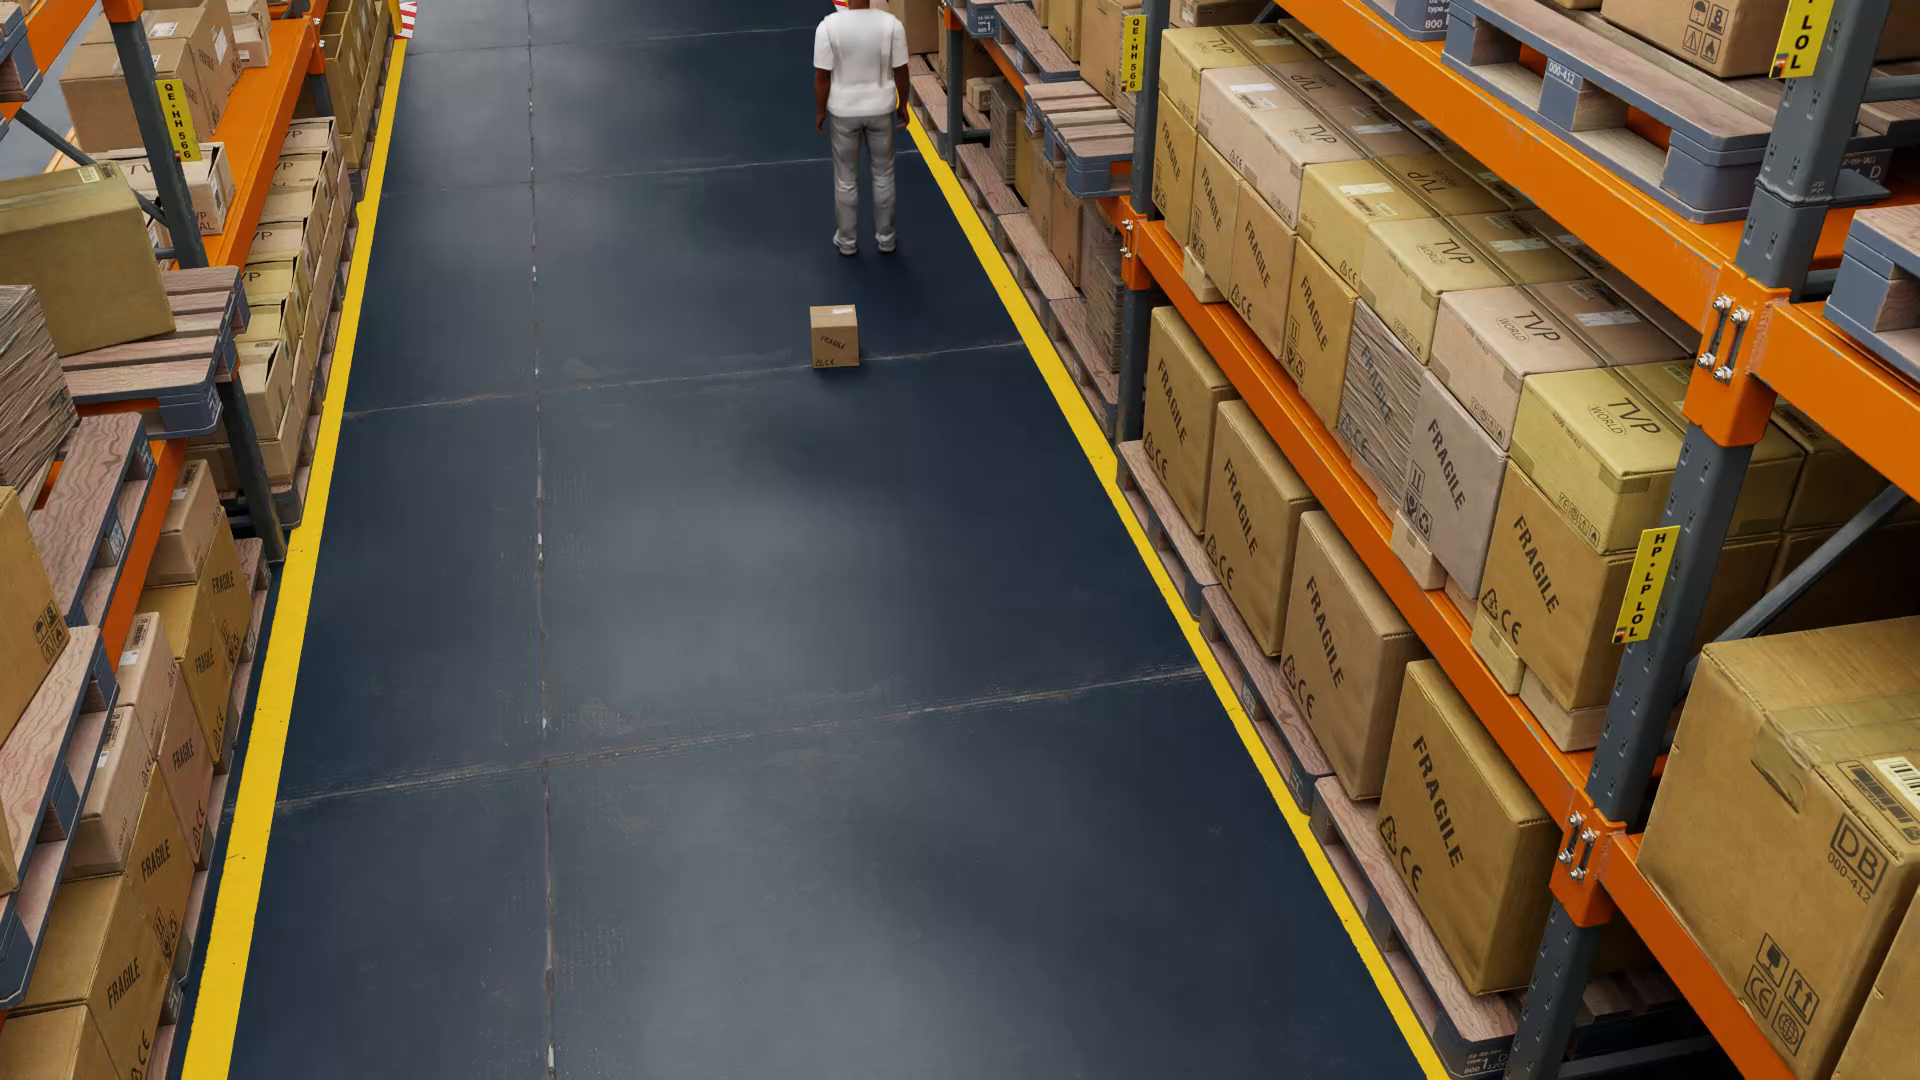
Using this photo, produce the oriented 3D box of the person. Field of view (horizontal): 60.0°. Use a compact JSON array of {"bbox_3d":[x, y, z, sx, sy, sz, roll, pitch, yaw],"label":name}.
[{"bbox_3d":[-0.581,-2.560,9.877,0.571,1.770,0.389,-5,35,-8],"label":"person"}]
